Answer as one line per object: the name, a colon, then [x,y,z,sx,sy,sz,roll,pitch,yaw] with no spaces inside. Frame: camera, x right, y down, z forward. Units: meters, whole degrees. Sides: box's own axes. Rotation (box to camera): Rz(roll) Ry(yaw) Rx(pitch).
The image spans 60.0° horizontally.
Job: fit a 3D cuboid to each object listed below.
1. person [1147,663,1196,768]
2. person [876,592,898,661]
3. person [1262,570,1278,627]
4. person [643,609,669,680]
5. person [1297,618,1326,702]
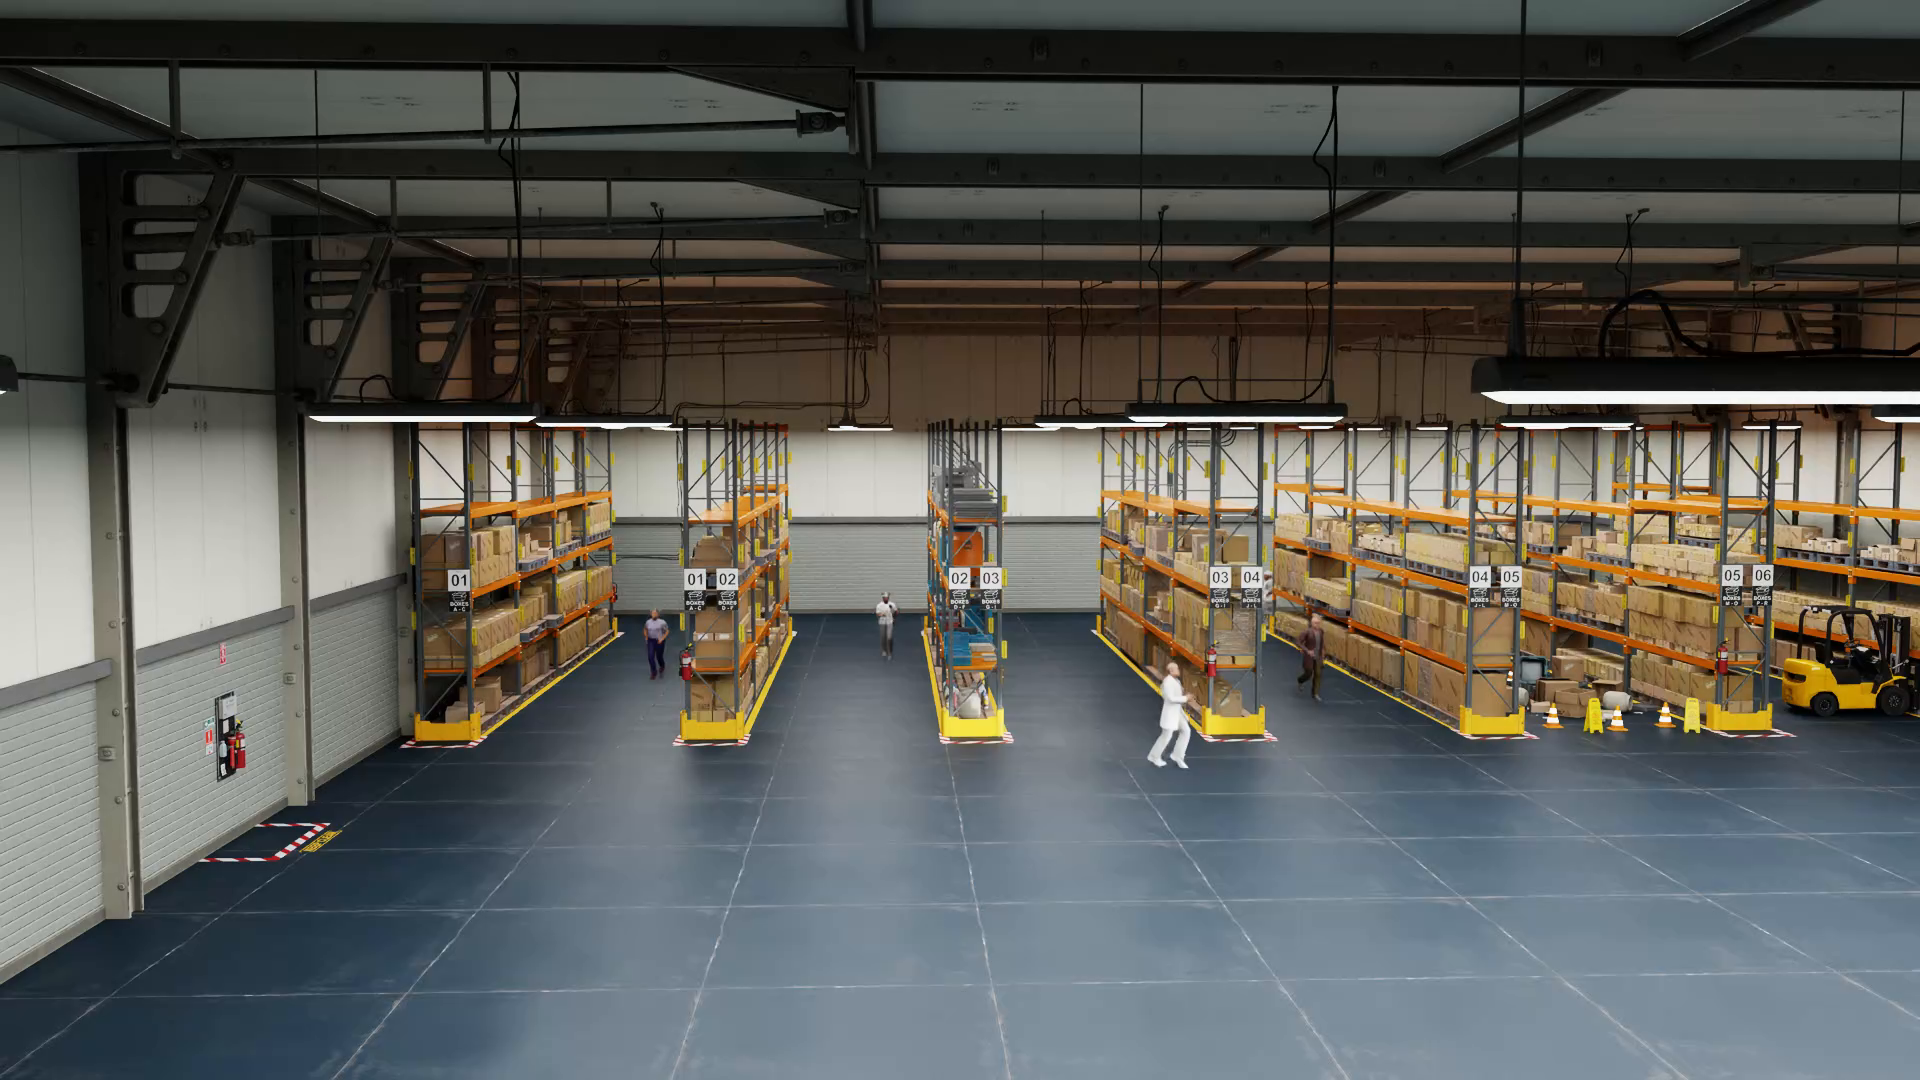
person: [3.618,3.019,28.425,0.840,1.856,0.703,2,4,24]
person: [-1.861,2.181,42.182,0.542,1.757,0.753,0,4,2]
person: [9.100,1.746,48.924,0.620,1.734,0.733,0,4,8]
person: [-7.132,2.423,39.009,0.618,1.629,0.742,0,4,0]
person: [7.610,2.553,35.899,0.736,1.769,0.939,-1,4,-19]
